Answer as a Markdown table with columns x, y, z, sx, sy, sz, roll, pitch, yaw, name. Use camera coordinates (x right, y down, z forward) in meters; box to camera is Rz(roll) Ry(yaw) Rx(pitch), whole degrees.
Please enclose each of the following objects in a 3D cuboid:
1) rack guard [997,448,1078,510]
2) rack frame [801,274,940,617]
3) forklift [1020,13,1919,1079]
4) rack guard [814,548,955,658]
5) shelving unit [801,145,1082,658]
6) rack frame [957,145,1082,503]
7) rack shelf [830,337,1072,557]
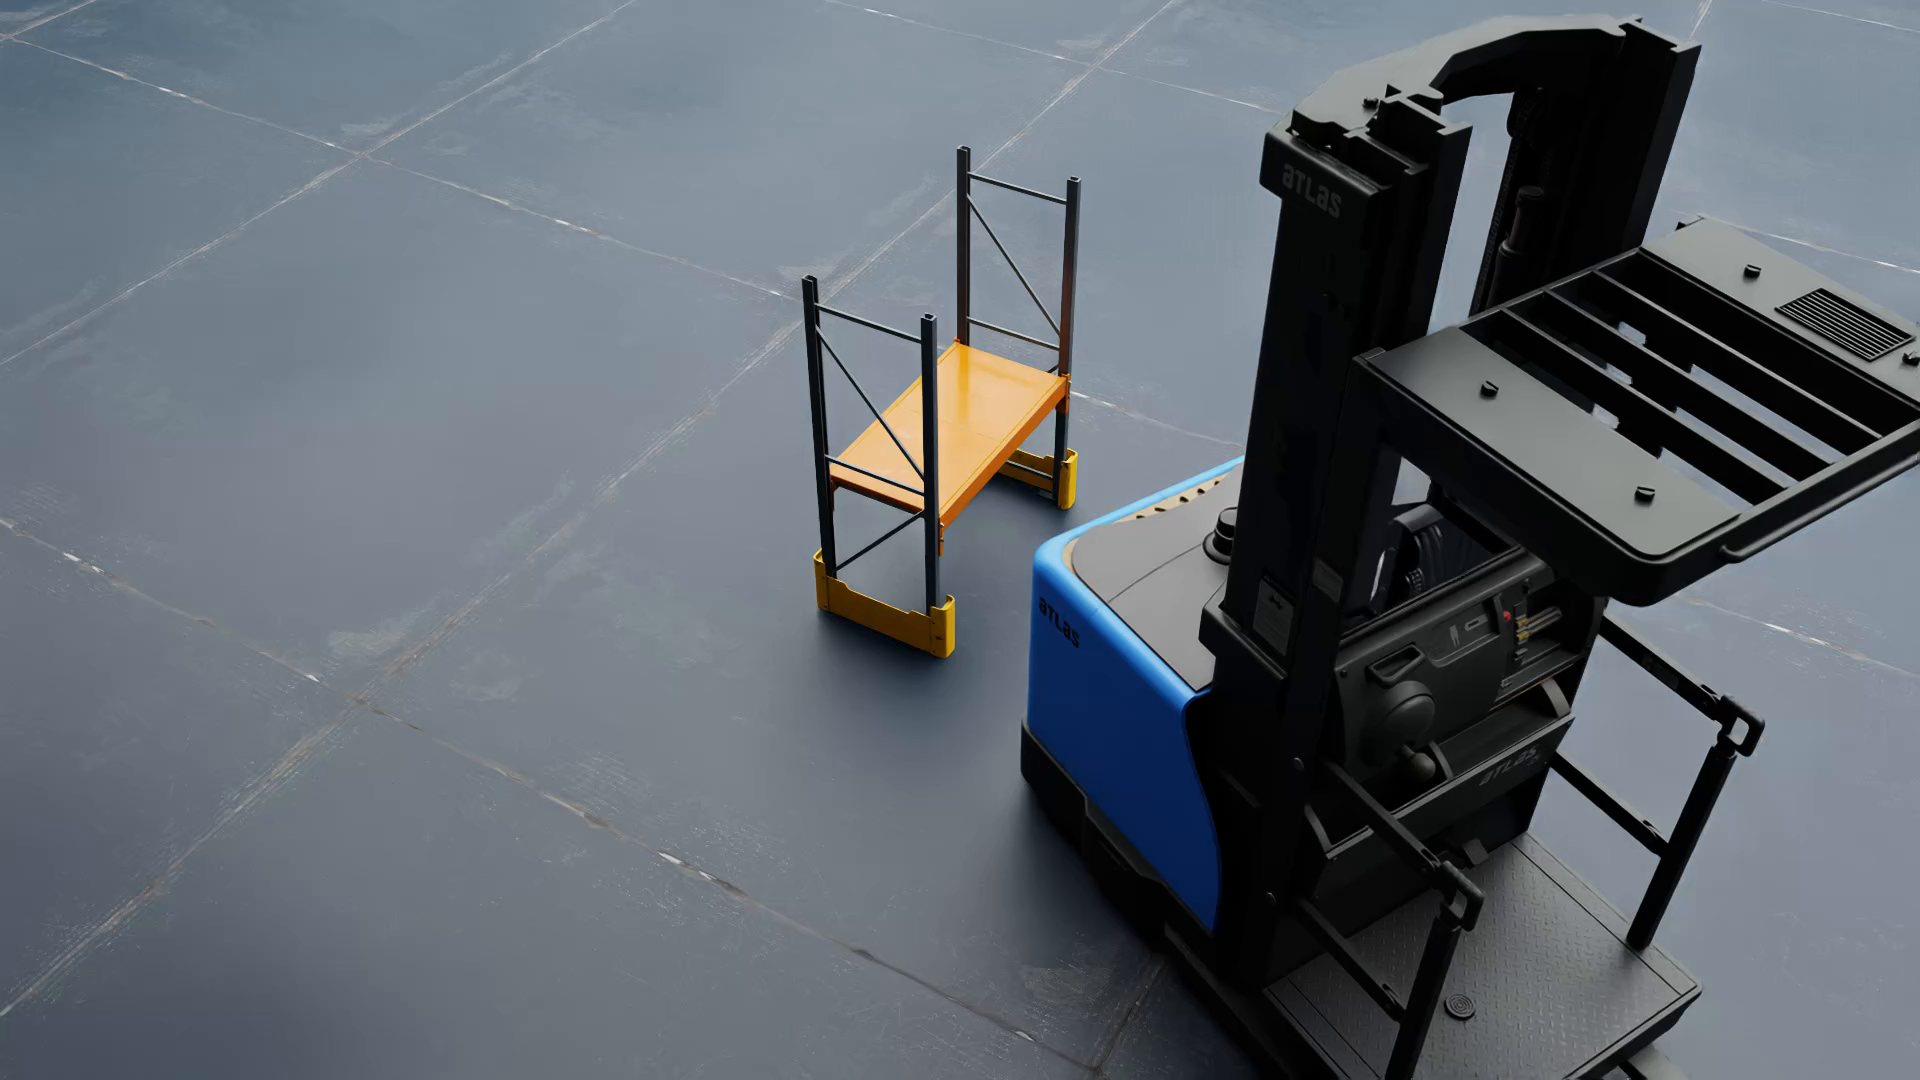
| x | y | z | sx | sy | sz | roll | pitch | yaw | name |
| --- | --- | --- | --- | --- | --- | --- | --- | --- | --- |
| 0.211 | -0.335 | 6.941 | 0.587 | 0.250 | 0.087 | 21 | 45 | 22 | rack guard |
| -0.297 | -0.223 | 5.869 | 0.500 | 1.500 | 0.032 | 21 | 45 | 22 | rack frame |
| 1.425 | 0.375 | 4.107 | 1.130 | 2.935 | 3.031 | -23 | 46 | -24 | forklift |
| -0.287 | 0.235 | 6.294 | 0.587 | 0.250 | 0.087 | 21 | 45 | 22 | rack guard |
| -0.038 | -0.519 | 6.205 | 0.587 | 1.500 | 1.083 | 21 | 45 | 22 | shelving unit |
| 0.212 | -0.805 | 6.529 | 0.500 | 1.500 | 0.032 | 21 | 45 | 22 | rack frame |
| -0.043 | -0.379 | 6.318 | 0.538 | 0.185 | 1.000 | 21 | 45 | 22 | rack shelf |
